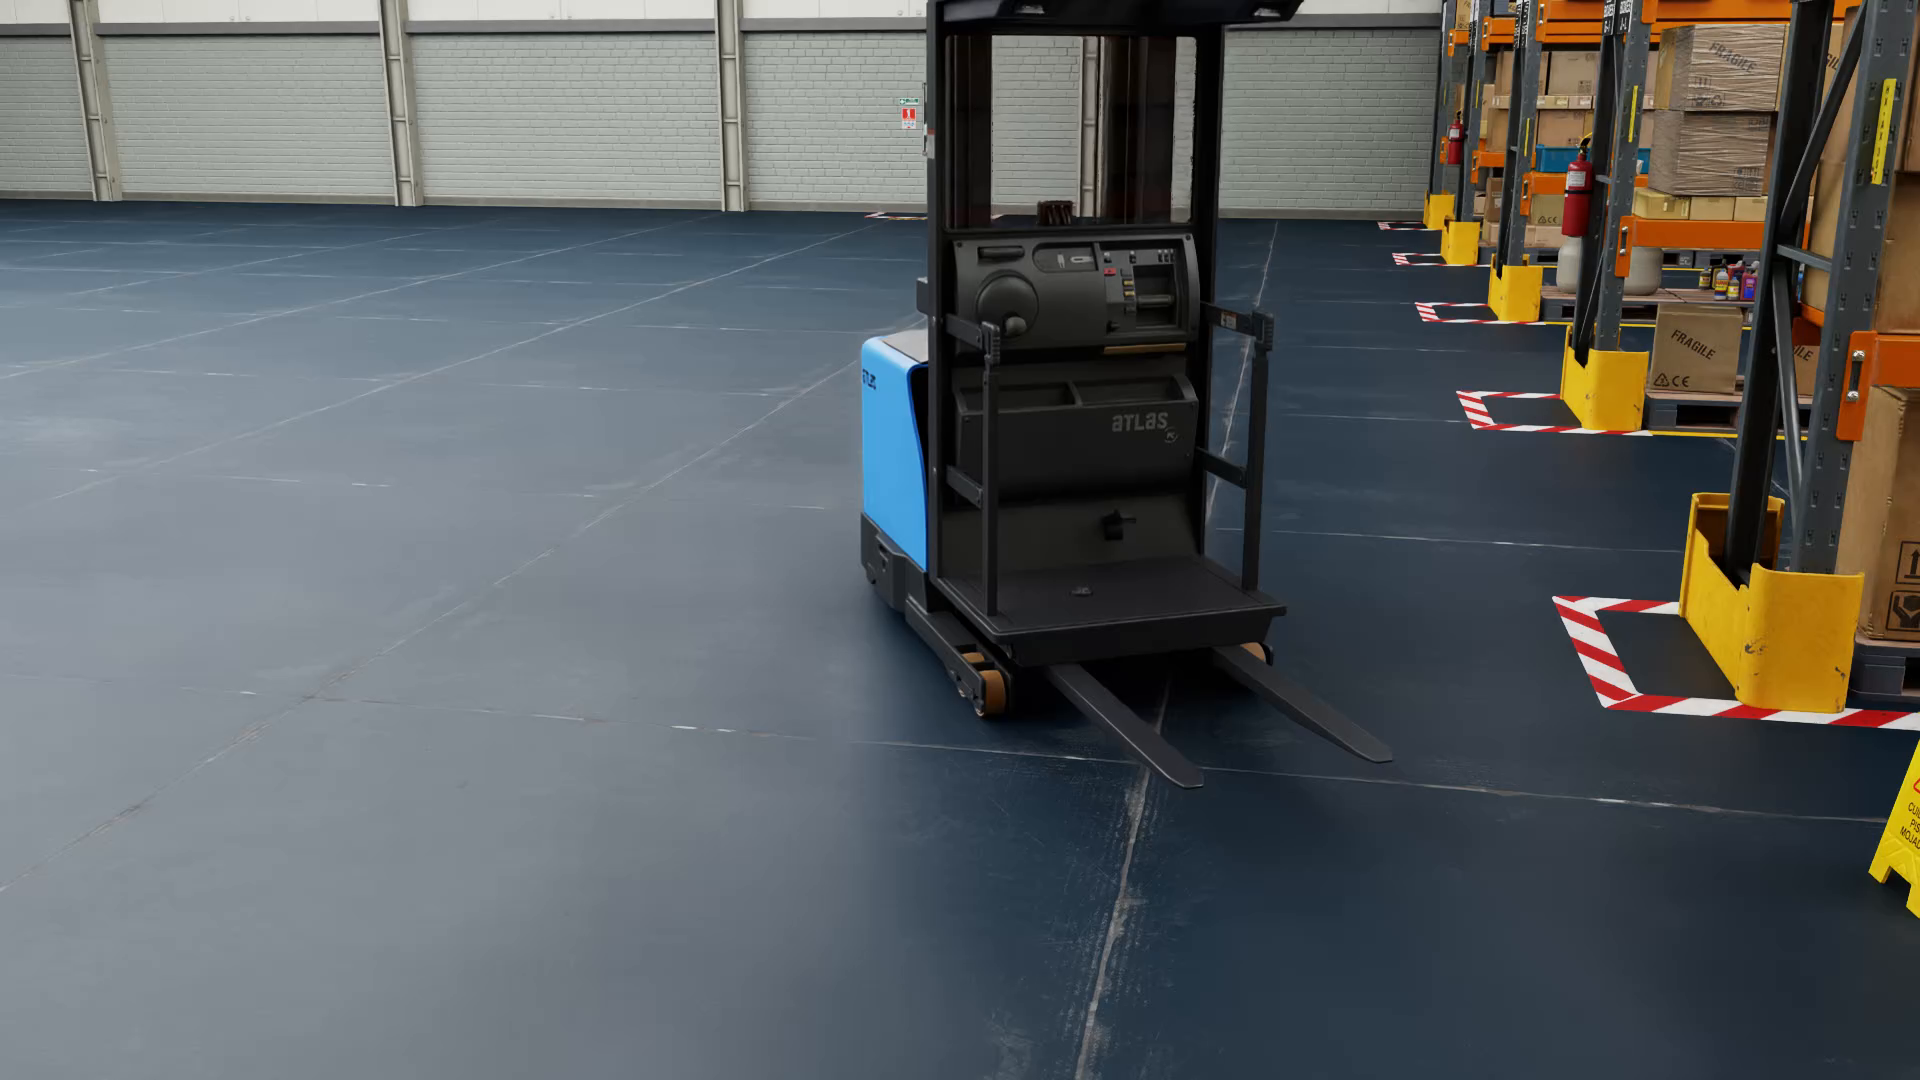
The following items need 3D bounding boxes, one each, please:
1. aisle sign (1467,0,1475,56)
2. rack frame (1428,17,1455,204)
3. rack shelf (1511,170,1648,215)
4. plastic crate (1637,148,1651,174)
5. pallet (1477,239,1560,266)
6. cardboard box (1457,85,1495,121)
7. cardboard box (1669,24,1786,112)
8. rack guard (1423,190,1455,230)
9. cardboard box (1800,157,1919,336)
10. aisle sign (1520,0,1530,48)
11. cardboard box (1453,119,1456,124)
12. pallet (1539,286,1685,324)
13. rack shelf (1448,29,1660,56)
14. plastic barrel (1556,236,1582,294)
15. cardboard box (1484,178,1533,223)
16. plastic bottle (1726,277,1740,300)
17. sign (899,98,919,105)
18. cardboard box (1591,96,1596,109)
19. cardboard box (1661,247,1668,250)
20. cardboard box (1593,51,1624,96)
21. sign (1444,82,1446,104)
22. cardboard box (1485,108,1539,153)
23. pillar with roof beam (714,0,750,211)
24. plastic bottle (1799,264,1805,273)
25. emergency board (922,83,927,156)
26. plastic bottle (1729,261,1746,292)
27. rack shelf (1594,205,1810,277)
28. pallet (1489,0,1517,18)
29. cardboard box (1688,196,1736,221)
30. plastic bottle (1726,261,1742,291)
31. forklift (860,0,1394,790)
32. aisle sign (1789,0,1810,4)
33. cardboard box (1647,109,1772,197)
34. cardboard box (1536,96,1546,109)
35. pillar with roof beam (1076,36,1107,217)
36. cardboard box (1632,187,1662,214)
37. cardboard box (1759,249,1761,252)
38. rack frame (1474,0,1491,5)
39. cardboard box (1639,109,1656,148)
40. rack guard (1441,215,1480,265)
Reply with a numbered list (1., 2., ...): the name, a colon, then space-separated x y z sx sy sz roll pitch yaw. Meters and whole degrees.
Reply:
1. aisle sign: 6.129 -6.213 19.934 0.004 0.787 0.394 3 16 11
2. rack frame: 7.119 -6.176 24.670 0.127 3.000 1.000 3 16 11
3. rack shelf: 7.104 -3.132 15.026 4.000 0.370 1.077 3 16 11
4. plastic crate: 6.330 -3.529 15.390 0.408 0.251 0.499 3 16 11
5. pallet: 6.893 -3.507 20.256 1.213 0.211 1.003 3 16 11
6. cardboard box: 7.526 -6.371 24.211 0.500 0.500 0.500 3 16 11
7. cardboard box: 4.642 -2.862 10.087 0.500 0.500 0.500 3 16 11
8. rack guard: 7.193 -4.968 24.989 0.348 0.500 1.175 3 16 11
9. cardboard box: 3.443 -1.061 5.923 0.550 0.550 0.875 3 16 11
10. aisle sign: 5.015 -4.765 14.704 0.004 0.787 0.394 3 16 11
11. cardboard box: 7.615 -6.139 24.780 0.500 0.250 0.500 3 16 12
12. pallet: 6.023 -2.204 15.555 1.213 0.211 1.003 3 16 11
13. rack shelf: 9.078 -7.169 23.981 4.000 0.370 1.077 3 16 11
14. plastic barrel: 5.804 -2.573 15.535 0.421 0.512 0.421 0 15 0
15. cardboard box: 6.720 -4.168 20.380 0.500 0.500 0.500 3 16 11
16. plastic bottle: 6.960 -2.265 14.966 0.097 0.201 0.097 0 15 0
17. sign: -0.835 -7.152 27.134 0.331 0.109 0.001 3 16 11
18. cardboard box: 7.489 -5.109 19.415 0.250 0.149 0.380 3 16 9
19. cardboard box: 8.086 -3.590 19.699 0.500 0.250 0.500 3 16 11
20. cardboard box: 7.652 -5.469 19.500 0.500 0.500 0.700 3 16 11
21. sign: 7.011 -6.451 24.042 0.005 0.325 0.100 3 16 11
22. cardboard box: 6.590 -4.900 19.876 0.500 0.500 0.700 3 16 11
23. pillar with roof beam: -4.640 -8.769 22.790 0.400 9.000 9.100 3 16 11
24. plastic bottle: 7.749 -2.415 15.370 0.135 0.276 0.152 3 16 11
25. emergency board: -0.317 -6.826 27.015 0.643 1.169 0.194 3 16 11
26. plastic bottle: 7.252 -2.456 15.504 0.133 0.283 0.061 3 16 11
27. rack shelf: 6.117 -1.836 10.348 4.000 0.370 1.077 3 16 11
28. pallet: 6.823 -6.239 19.442 1.213 0.211 1.003 3 16 11
29. cardboard box: 4.630 -2.072 10.324 0.250 0.149 0.380 3 16 11
30. plastic bottle: 7.273 -2.480 15.605 0.135 0.276 0.152 3 16 12
31. forklift: 0.493 -0.916 5.809 1.130 2.935 3.031 -5 16 -17
32. aisle sign: 3.060 -2.332 5.921 0.004 0.787 0.394 3 16 11
33. cardboard box: 4.691 -2.444 10.452 0.500 0.500 0.875 3 16 11
34. cardboard box: 6.736 -5.150 19.564 0.250 0.149 0.380 3 16 10
35. pillar with roof beam: 1.239 -8.449 21.638 0.400 9.000 9.100 3 16 11
36. cardboard box: 4.478 -2.207 10.810 0.250 0.149 0.380 3 16 11
37. cardboard box: 9.557 -3.512 19.416 0.500 0.250 0.500 3 16 11
38. rack frame: 6.135 -7.771 19.190 0.127 3.000 1.000 3 16 11
39. cardboard box: 8.108 -4.819 19.581 0.500 0.500 0.700 4 16 13
40. rack guard: 6.111 -3.677 20.329 0.348 0.500 1.175 3 16 11
